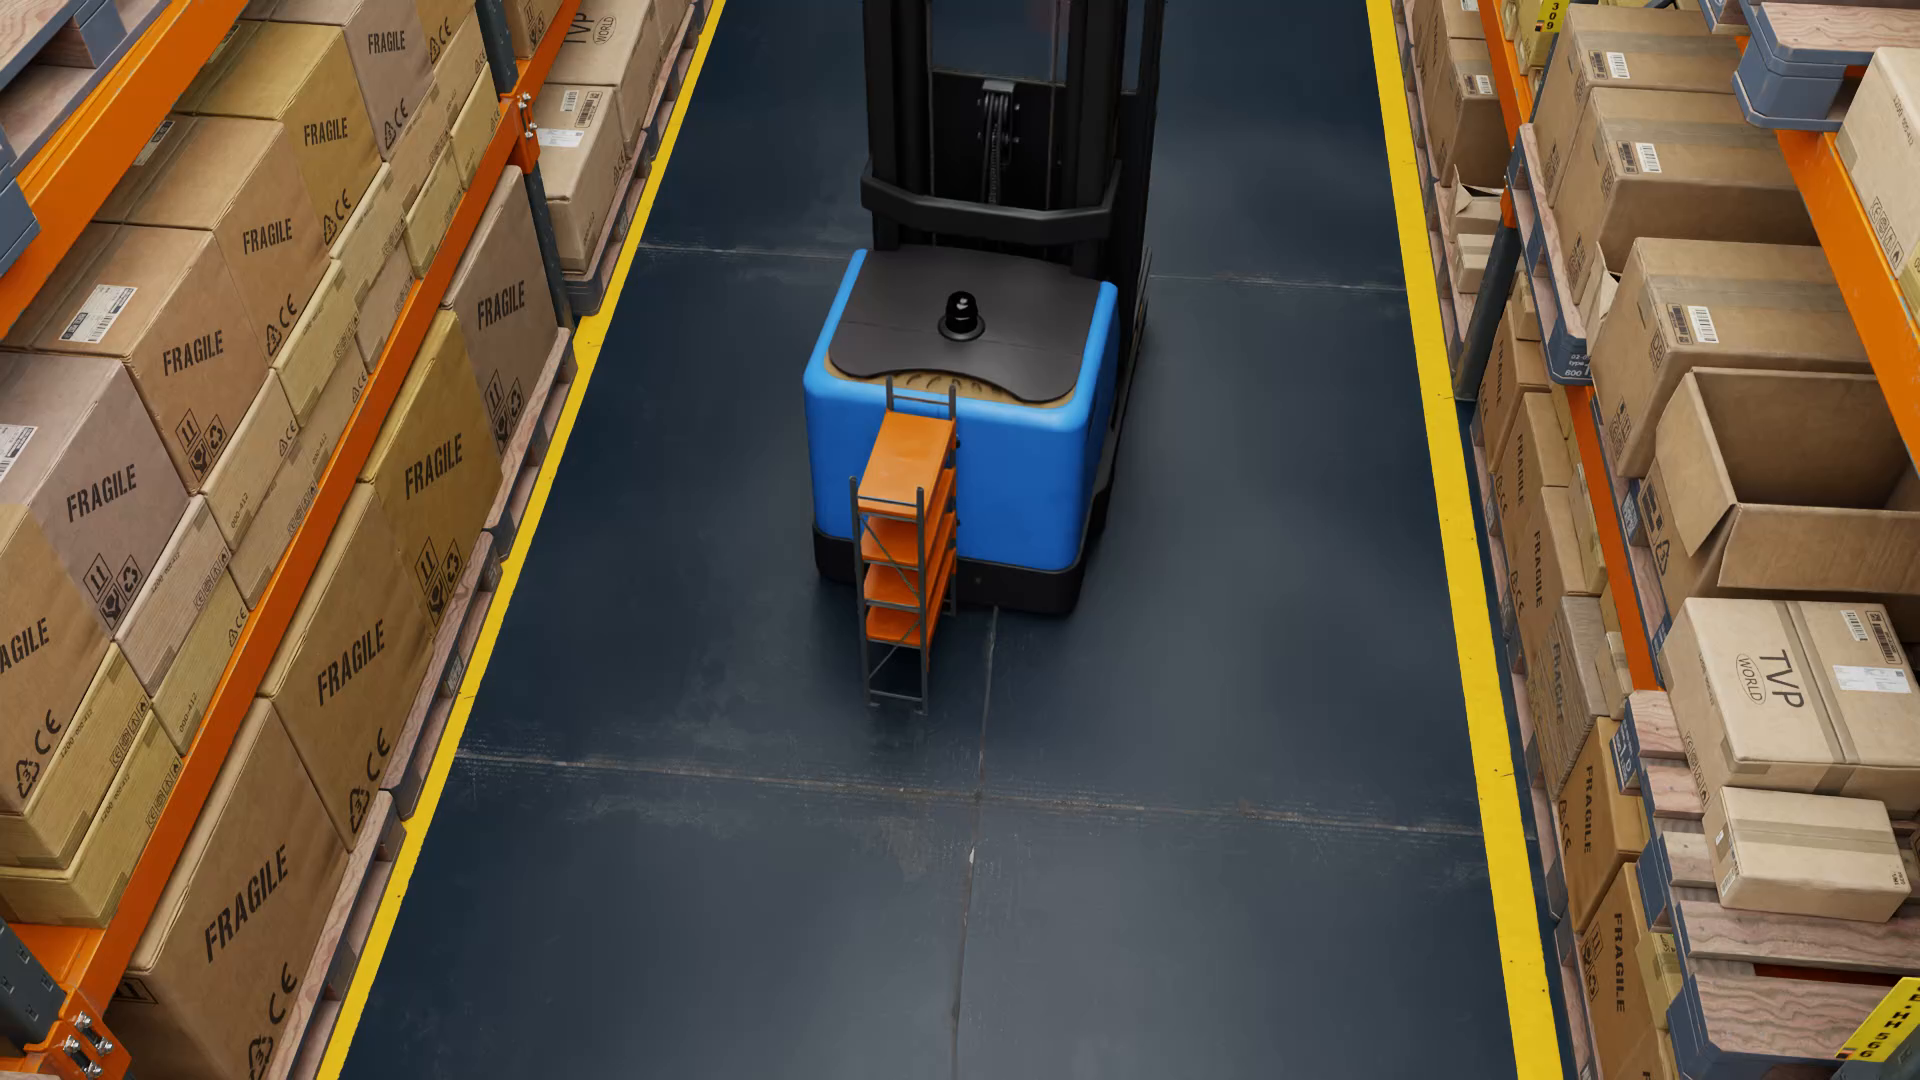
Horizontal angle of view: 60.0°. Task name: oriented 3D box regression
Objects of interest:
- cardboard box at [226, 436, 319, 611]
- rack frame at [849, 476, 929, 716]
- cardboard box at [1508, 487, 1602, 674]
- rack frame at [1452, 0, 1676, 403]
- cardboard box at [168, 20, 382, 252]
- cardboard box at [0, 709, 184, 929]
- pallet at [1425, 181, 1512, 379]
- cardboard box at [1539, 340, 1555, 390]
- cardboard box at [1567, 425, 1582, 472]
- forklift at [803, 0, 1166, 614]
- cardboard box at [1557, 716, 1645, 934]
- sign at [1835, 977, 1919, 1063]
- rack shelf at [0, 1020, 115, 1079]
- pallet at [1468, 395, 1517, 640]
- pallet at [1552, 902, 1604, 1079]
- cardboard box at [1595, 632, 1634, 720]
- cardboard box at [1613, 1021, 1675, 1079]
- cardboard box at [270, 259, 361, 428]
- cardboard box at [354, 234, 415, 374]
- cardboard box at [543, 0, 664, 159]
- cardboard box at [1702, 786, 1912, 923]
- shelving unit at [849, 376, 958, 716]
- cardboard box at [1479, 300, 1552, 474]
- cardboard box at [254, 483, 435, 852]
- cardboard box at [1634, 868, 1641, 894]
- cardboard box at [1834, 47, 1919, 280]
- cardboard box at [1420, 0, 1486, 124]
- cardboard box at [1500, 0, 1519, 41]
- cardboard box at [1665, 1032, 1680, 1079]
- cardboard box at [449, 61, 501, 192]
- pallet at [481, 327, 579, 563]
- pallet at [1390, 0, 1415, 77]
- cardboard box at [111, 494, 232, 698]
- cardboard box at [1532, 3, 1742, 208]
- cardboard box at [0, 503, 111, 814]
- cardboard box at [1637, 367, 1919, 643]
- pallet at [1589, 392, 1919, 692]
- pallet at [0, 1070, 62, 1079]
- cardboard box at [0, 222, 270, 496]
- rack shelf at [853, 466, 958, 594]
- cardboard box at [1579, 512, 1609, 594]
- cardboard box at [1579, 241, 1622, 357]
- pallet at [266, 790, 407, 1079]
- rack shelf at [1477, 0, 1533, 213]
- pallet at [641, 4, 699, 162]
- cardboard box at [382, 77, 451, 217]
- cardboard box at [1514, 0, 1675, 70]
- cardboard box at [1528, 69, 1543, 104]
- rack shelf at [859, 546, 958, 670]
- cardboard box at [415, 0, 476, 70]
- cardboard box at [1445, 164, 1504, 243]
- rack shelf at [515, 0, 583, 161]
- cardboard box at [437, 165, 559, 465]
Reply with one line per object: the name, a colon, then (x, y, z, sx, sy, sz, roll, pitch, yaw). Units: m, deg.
cardboard box: (-2.253, -0.081, 4.893, 0.500, 0.250, 0.500, 5, 48, 5)
rack frame: (-0.235, 0.224, 5.732, 0.240, 1.200, 0.015, 9, 48, 8)
cardboard box: (2.321, 0.167, 5.974, 0.500, 0.500, 0.500, 3, 48, 2)
rack frame: (2.677, -1.633, 6.211, 1.000, 3.000, 0.127, 4, 48, 4)
cardboard box: (-2.162, -1.238, 5.105, 0.500, 0.500, 0.500, 5, 48, 5)
cardboard box: (-2.335, 0.683, 4.194, 0.500, 0.250, 0.500, 3, 48, 3)
pallet: (2.741, -1.197, 7.702, 1.003, 0.211, 1.213, 4, 48, 4)
cardboard box: (2.431, -0.696, 6.323, 0.380, 0.149, 0.250, 3, 48, 2)
cardboard box: (2.408, -0.304, 5.965, 0.380, 0.149, 0.250, 3, 48, 3)
forklift: (0.239, -1.813, 6.422, 1.130, 2.935, 3.031, 9, 48, 8)
cardboard box: (2.238, 0.931, 5.275, 0.500, 0.500, 0.500, 6, 48, 5)
sign: (1.771, 0.912, 3.152, 0.100, 0.325, 0.005, 4, 48, 4)
rack shelf: (-2.813, 2.687, 2.747, 1.077, 0.370, 4.000, 4, 48, 4)
pallet: (2.641, -0.092, 6.691, 1.003, 0.211, 1.213, 4, 48, 4)
pallet: (2.418, 1.701, 5.051, 1.003, 0.211, 1.213, 4, 48, 4)
cardboard box: (2.254, 0.437, 5.288, 0.380, 0.149, 0.250, 2, 48, 2)
cardboard box: (2.137, 1.683, 4.588, 0.500, 0.500, 0.500, 5, 48, 5)
cardboard box: (-2.173, -0.616, 5.043, 0.500, 0.250, 0.500, 5, 48, 4)
cardboard box: (-2.168, -0.823, 5.572, 0.500, 0.250, 0.500, 3, 48, 2)
cardboard box: (-2.021, -2.353, 8.321, 0.875, 0.438, 0.875, 3, 48, 2)
cardboard box: (1.991, 0.741, 3.925, 0.380, 0.149, 0.250, 5, 48, 4)
shelving unit: (-0.184, 0.048, 5.893, 0.258, 1.200, 0.503, 9, 48, 8)
cardboard box: (2.409, -0.591, 6.667, 0.500, 0.500, 0.500, 6, 48, 5)
cardboard box: (-2.399, 0.393, 5.513, 0.875, 0.875, 0.875, 4, 48, 4)
cardboard box: (2.167, 1.016, 4.758, 0.380, 0.149, 0.250, 2, 48, 2)
cardboard box: (2.208, -0.786, 3.505, 0.500, 0.250, 0.500, 4, 48, 4)
cardboard box: (2.627, -2.420, 8.340, 0.500, 0.500, 0.500, 5, 48, 4)
cardboard box: (2.457, -2.185, 6.886, 0.380, 0.149, 0.250, 5, 48, 5)
cardboard box: (2.106, 1.409, 4.398, 0.380, 0.149, 0.250, 2, 48, 2)
cardboard box: (-2.056, -1.567, 6.252, 0.500, 0.250, 0.500, 3, 48, 3)
pallet: (-2.261, -0.451, 7.020, 1.003, 0.211, 1.213, 4, 48, 4)
pallet: (2.963, -2.990, 9.342, 1.003, 0.211, 1.213, 4, 48, 4)
cardboard box: (-2.290, 0.121, 4.369, 0.500, 0.250, 0.500, 5, 48, 4)
cardboard box: (2.410, -1.468, 5.708, 0.700, 0.500, 0.500, 5, 48, 5)
cardboard box: (-2.342, 0.258, 3.736, 0.500, 0.500, 0.500, 2, 48, 2)
cardboard box: (2.277, -0.082, 4.438, 0.797, 0.503, 0.637, 3, 48, 3)
pallet: (2.485, -0.059, 4.901, 1.003, 0.211, 1.213, 4, 48, 4)
pallet: (-2.589, 1.571, 3.411, 1.213, 0.211, 1.003, 4, 48, 4)
cardboard box: (-2.244, -0.486, 4.417, 0.500, 0.500, 0.500, 5, 48, 5)
rack shelf: (-0.184, -0.058, 5.778, 0.258, 0.148, 0.480, 9, 48, 8)
cardboard box: (2.323, 0.059, 5.633, 0.380, 0.149, 0.250, 5, 48, 5)
cardboard box: (2.169, -0.735, 5.196, 0.396, 0.266, 0.258, 6, 48, 5)
pallet: (-2.484, 1.342, 5.380, 1.003, 0.211, 1.213, 4, 48, 4)
rack shelf: (2.860, -2.860, 7.821, 1.077, 0.370, 4.000, 4, 48, 4)
pallet: (-2.010, -2.476, 8.871, 1.003, 0.211, 1.213, 4, 48, 4)
cardboard box: (-2.102, -1.374, 5.737, 0.500, 0.250, 0.500, 5, 48, 4)
cardboard box: (2.481, -2.074, 6.514, 0.500, 0.250, 0.500, 5, 48, 5)
cardboard box: (2.455, -1.800, 6.534, 0.380, 0.149, 0.250, 4, 48, 4)
rack shelf: (-0.184, 0.227, 6.089, 0.258, 0.148, 0.480, 9, 48, 8)
cardboard box: (-2.057, -1.990, 5.792, 0.500, 0.500, 0.500, 5, 48, 5)
cardboard box: (2.468, -1.544, 7.697, 0.396, 0.266, 0.258, 5, 48, 5)
rack shelf: (-2.084, -3.191, 8.123, 1.077, 0.370, 4.000, 4, 48, 4)
cardboard box: (-2.243, -0.928, 6.721, 0.875, 0.875, 0.875, 5, 48, 5)
